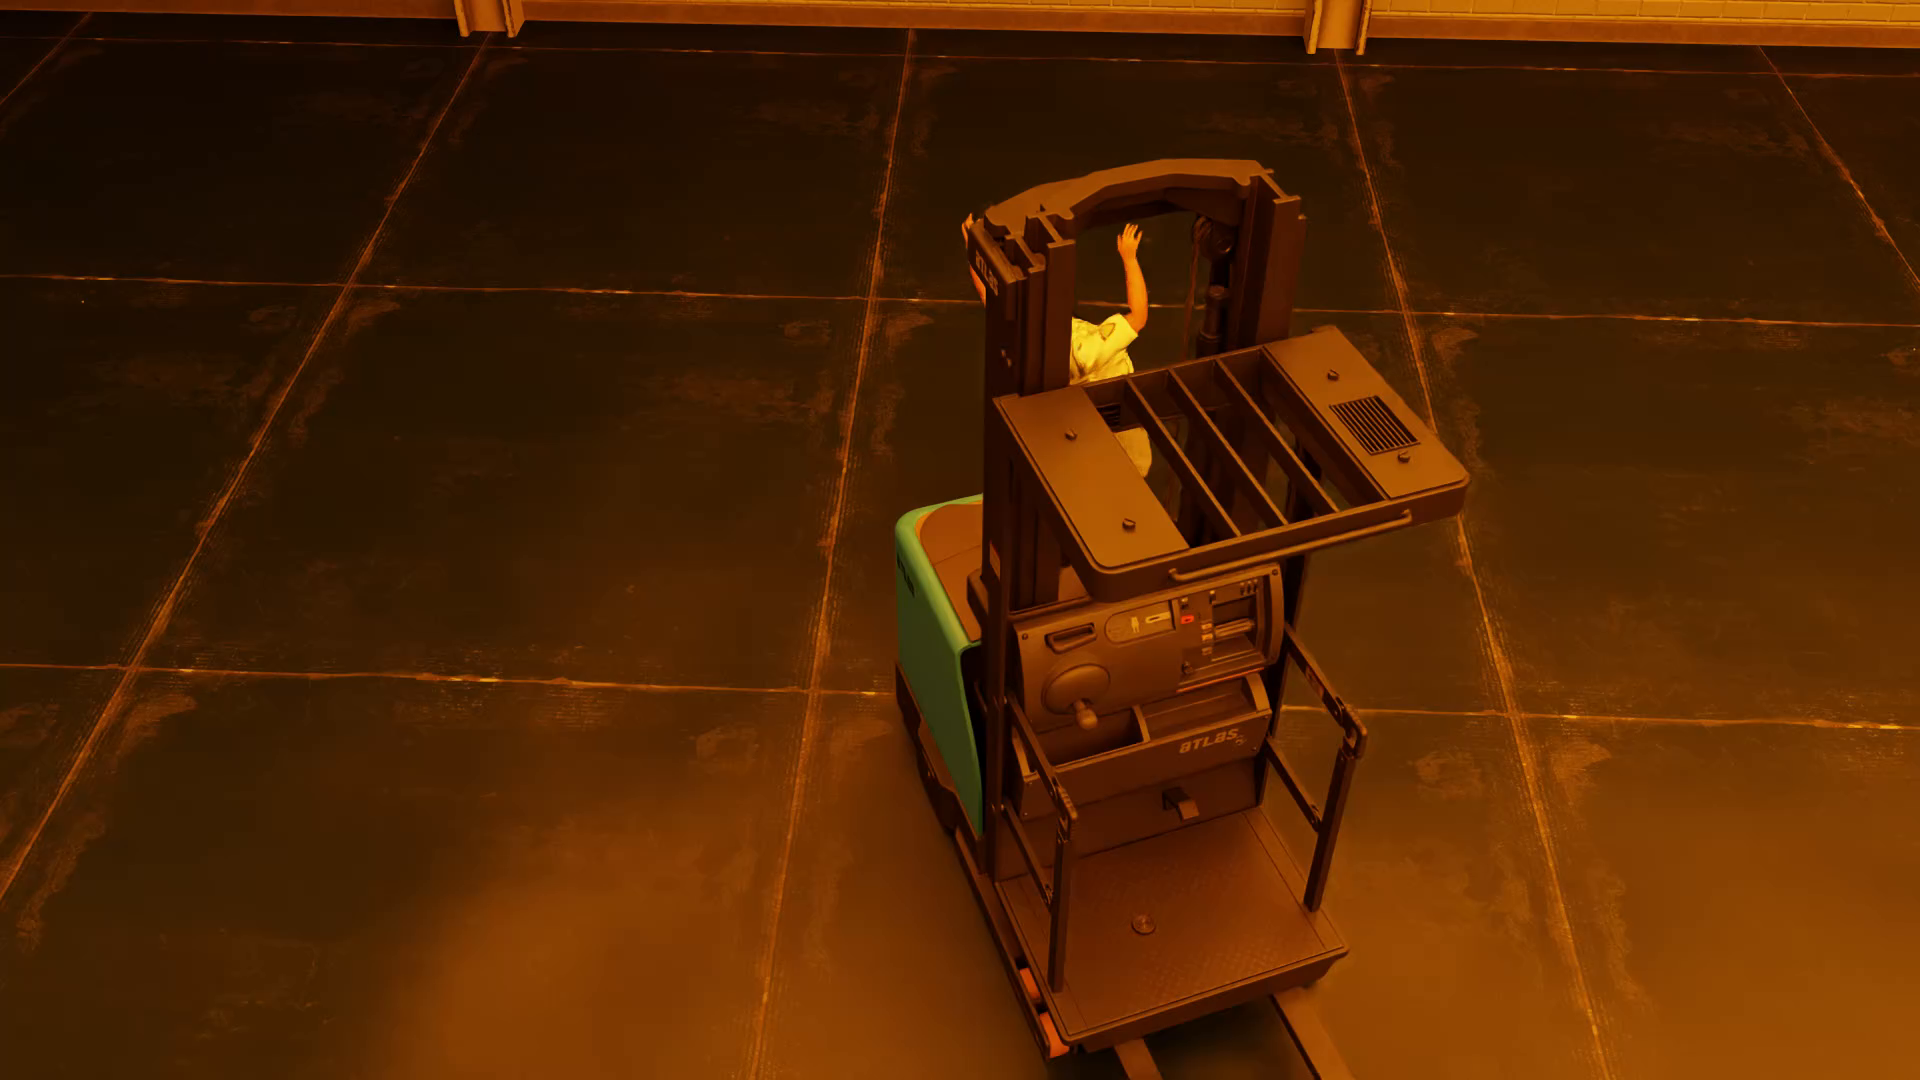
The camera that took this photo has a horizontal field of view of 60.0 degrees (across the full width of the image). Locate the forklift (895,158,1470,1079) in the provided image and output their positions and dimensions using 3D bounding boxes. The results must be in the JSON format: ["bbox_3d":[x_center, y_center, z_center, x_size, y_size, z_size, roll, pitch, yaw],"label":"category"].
[{"bbox_3d":[0.702,0.433,5.268,1.130,2.935,3.031,-13,44,-14],"label":"forklift"}]

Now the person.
[{"bbox_3d":[0.472,-0.839,7.704,0.777,1.577,1.011,-30,50,-28],"label":"person"}]
